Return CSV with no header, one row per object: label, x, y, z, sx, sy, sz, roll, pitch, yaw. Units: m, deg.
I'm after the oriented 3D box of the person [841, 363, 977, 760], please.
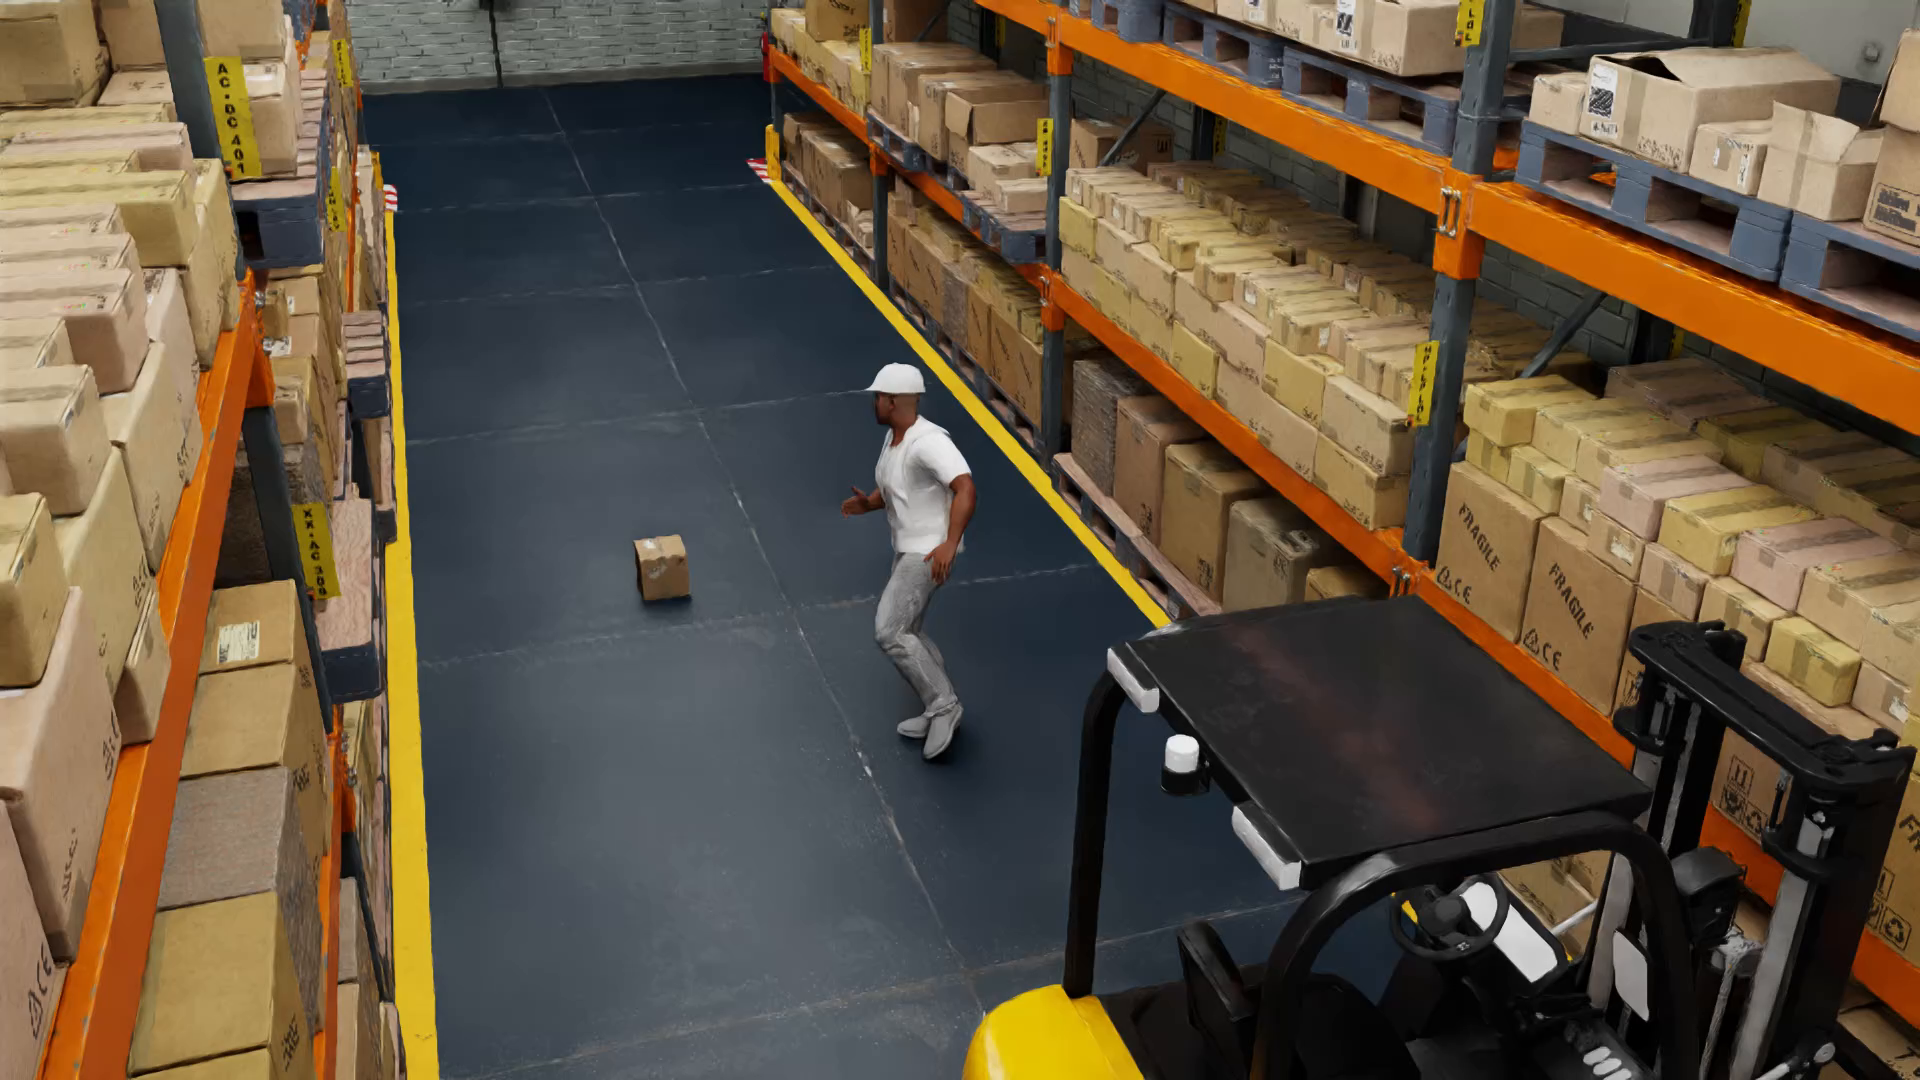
person,-0.241,0.078,7.565,0.554,1.648,0.953,-8,27,-15
